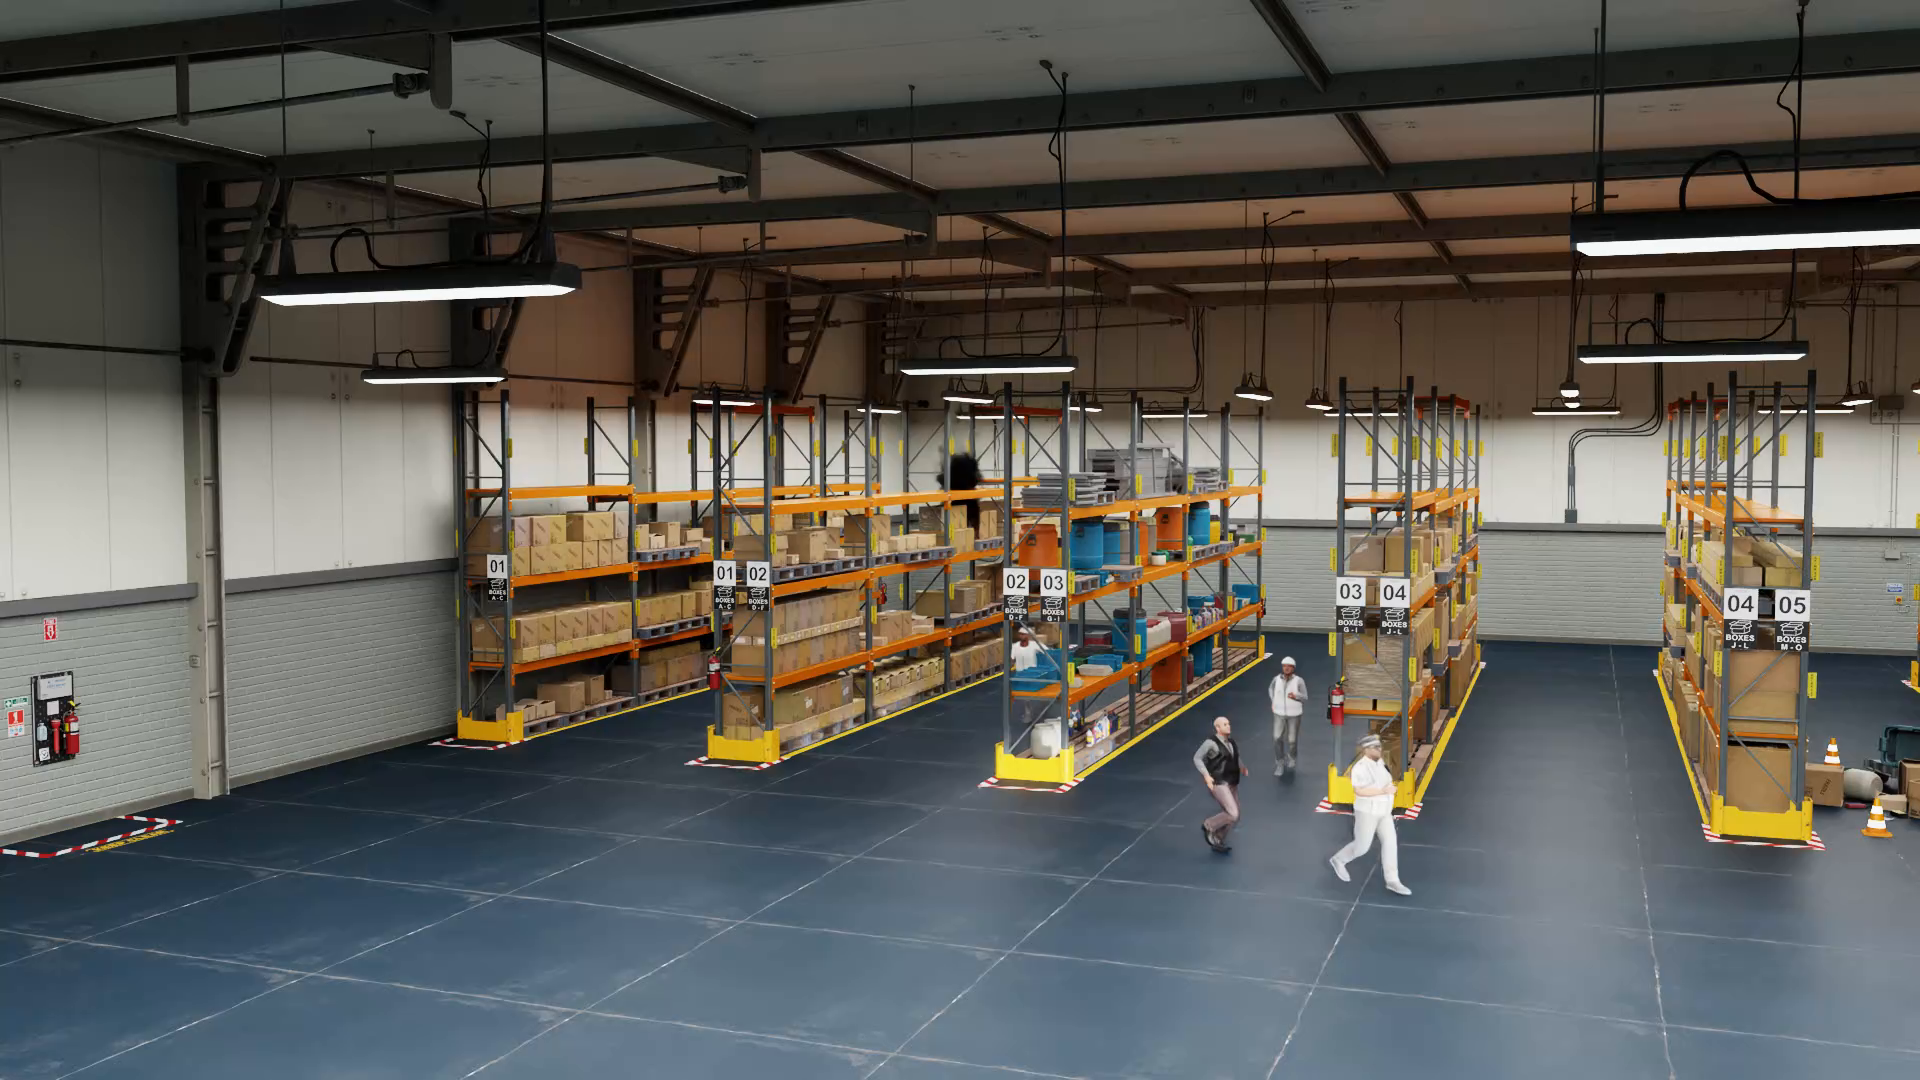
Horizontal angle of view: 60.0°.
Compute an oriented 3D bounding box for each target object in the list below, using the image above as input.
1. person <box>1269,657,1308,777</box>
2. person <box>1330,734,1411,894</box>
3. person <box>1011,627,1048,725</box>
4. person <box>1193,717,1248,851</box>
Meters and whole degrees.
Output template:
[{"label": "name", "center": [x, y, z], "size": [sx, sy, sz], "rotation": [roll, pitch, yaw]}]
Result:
[{"label": "person", "center": [5.031, 2.710, 25.567], "size": [0.639, 1.831, 0.731], "rotation": [1, 3, 19]}, {"label": "person", "center": [4.661, 3.060, 18.798], "size": [0.667, 1.760, 0.983], "rotation": [-3, 4, -39]}, {"label": "person", "center": [1.226, 2.455, 30.225], "size": [0.715, 1.765, 0.866], "rotation": [2, 4, 28]}, {"label": "person", "center": [3.288, 3.034, 20.541], "size": [0.656, 1.681, 0.578], "rotation": [-3, 4, -42]}]
